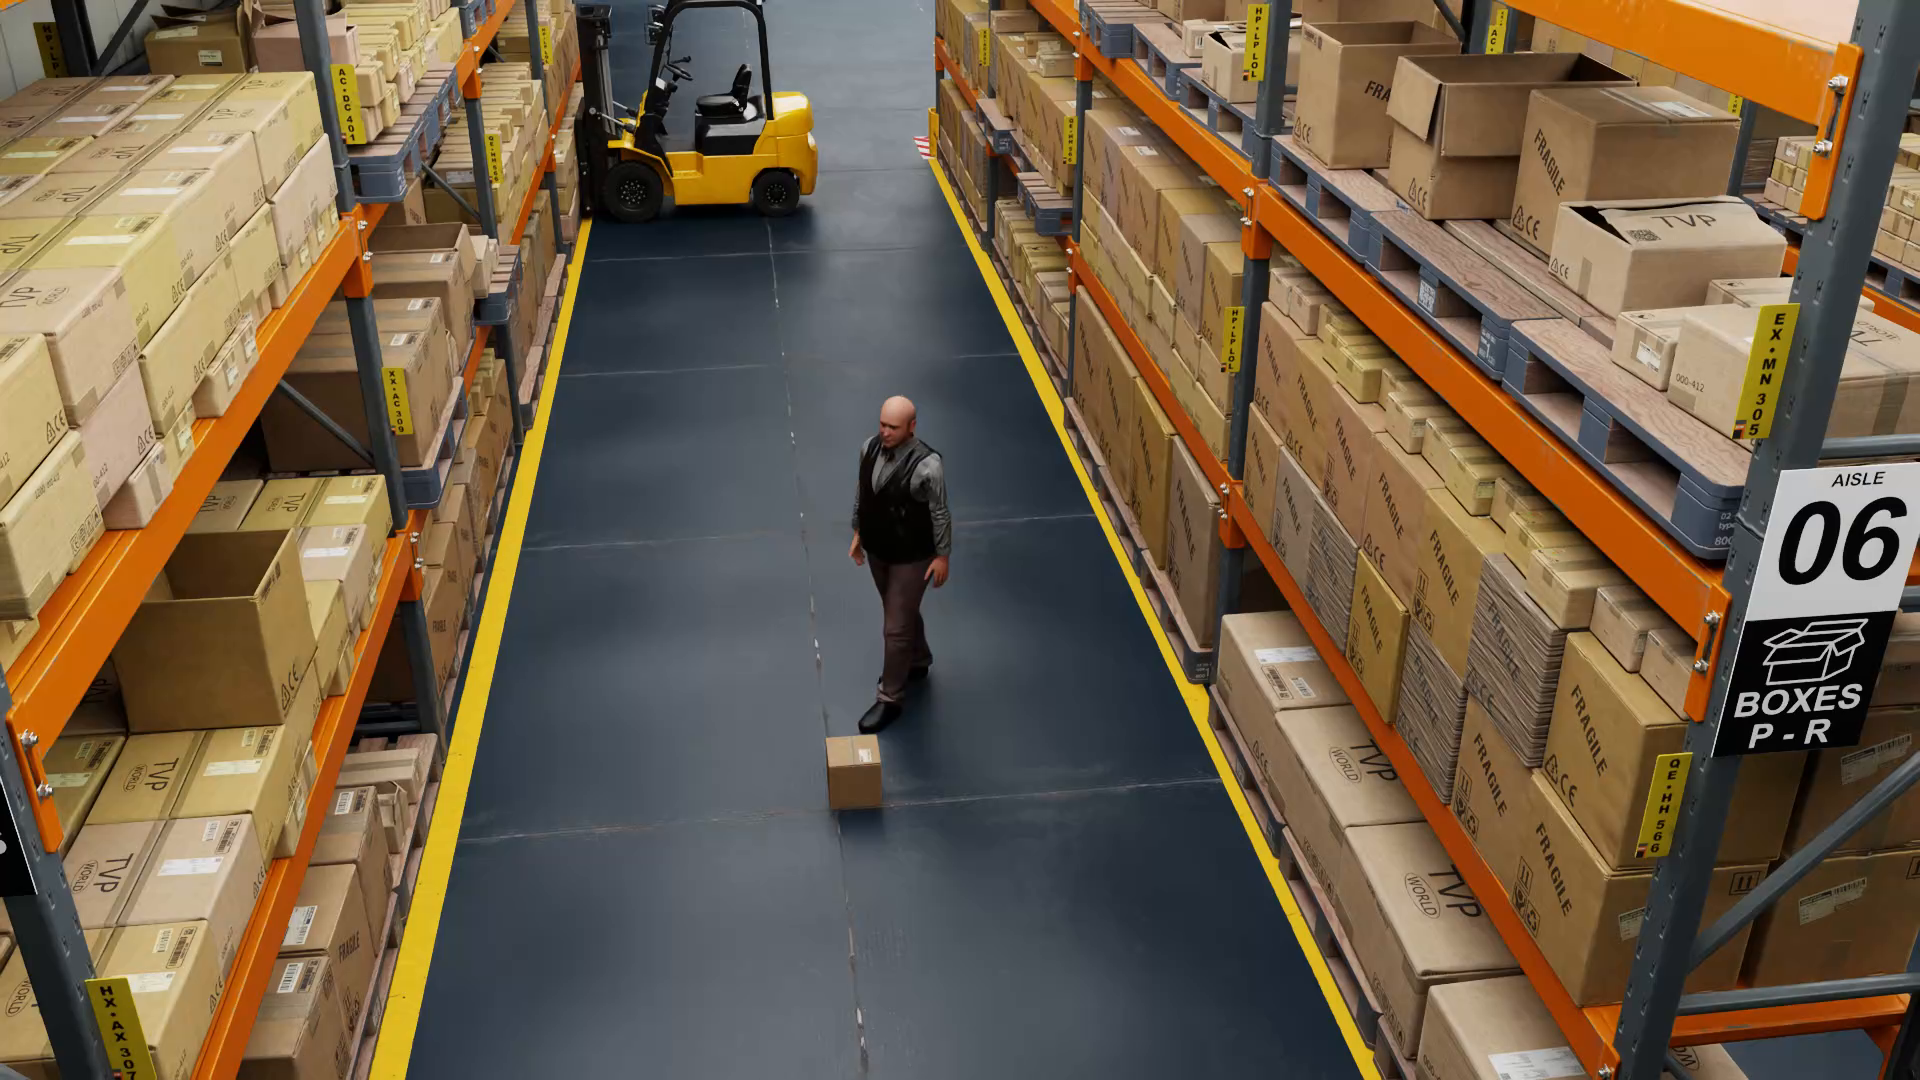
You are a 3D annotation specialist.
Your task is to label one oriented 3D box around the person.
[{"bbox_3d":[-0.373,0.079,8.476,0.672,1.719,0.567,-23,35,-38],"label":"person"}]
